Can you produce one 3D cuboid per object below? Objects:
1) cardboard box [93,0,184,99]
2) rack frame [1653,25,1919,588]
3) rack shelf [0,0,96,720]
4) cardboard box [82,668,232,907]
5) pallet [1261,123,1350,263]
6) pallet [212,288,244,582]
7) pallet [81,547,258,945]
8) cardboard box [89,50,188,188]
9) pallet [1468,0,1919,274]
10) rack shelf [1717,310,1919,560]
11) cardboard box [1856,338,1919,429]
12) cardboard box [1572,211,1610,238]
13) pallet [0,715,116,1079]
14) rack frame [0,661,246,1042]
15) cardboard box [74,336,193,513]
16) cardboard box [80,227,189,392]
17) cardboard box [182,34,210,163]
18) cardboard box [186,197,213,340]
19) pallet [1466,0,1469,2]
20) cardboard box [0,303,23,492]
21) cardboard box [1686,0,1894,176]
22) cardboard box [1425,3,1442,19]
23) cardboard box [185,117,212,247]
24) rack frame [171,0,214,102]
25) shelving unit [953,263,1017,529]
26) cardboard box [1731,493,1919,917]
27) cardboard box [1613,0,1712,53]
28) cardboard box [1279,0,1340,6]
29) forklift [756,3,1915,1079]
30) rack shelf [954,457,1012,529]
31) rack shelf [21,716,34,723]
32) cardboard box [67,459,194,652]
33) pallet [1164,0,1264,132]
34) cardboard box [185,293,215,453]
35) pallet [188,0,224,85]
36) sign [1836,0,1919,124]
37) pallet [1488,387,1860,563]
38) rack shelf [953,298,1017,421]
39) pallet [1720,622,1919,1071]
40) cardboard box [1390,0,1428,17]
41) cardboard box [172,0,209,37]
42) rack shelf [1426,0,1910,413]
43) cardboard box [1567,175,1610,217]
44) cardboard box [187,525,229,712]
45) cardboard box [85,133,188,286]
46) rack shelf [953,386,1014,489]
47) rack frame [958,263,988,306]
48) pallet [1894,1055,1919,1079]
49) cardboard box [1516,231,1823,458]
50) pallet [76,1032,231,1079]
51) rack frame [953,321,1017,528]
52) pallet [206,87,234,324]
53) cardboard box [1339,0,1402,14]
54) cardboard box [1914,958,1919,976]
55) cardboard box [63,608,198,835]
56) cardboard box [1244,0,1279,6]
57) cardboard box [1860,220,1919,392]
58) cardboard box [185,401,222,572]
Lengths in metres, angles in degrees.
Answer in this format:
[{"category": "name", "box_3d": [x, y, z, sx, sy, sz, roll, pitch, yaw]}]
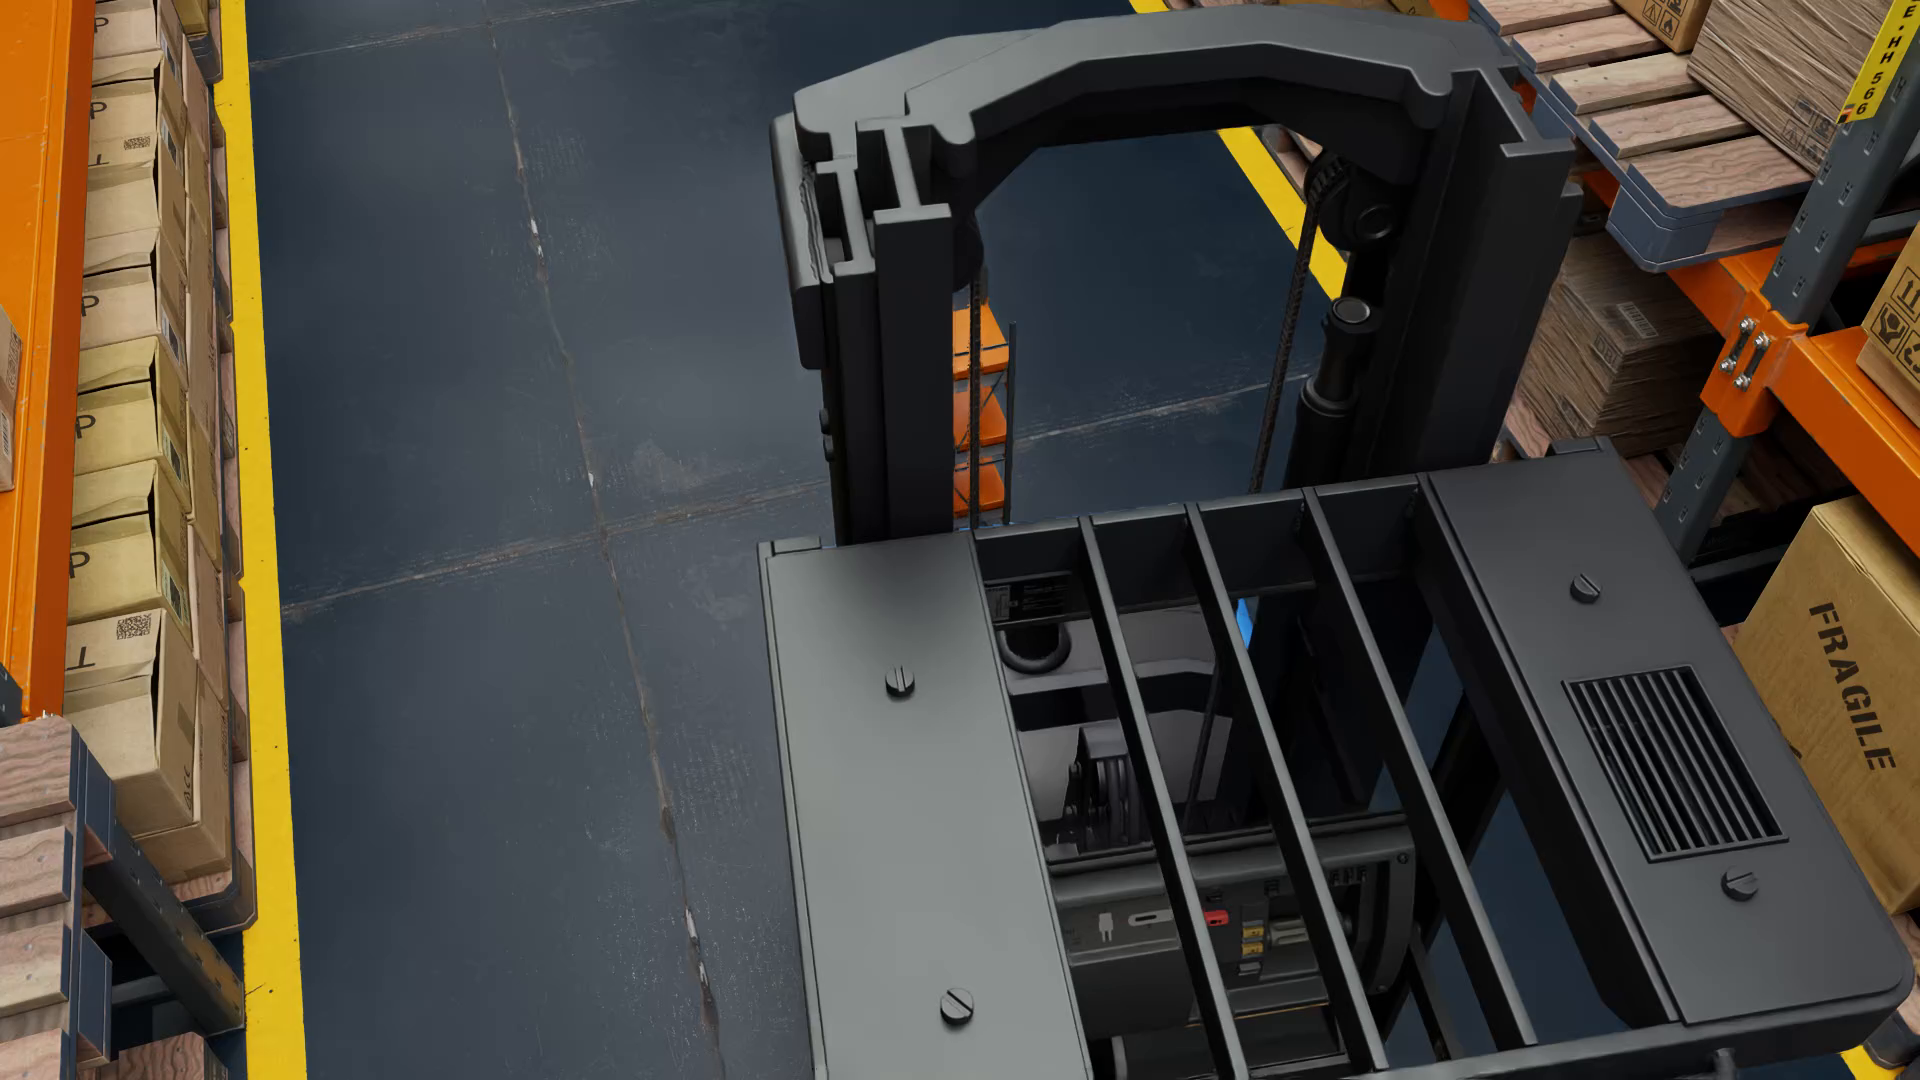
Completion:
[{"category": "cardboard box", "box_3d": [-3.091, -1.782, 5.947, 0.500, 0.311, 0.500, -13, 51, -11]}, {"category": "rack frame", "box_3d": [2.429, -0.784, 3.949, 1.000, 3.000, 0.127, -13, 51, -11]}, {"category": "rack shelf", "box_3d": [-2.894, -0.890, 4.509, 1.077, 0.370, 4.000, -13, 51, -11]}, {"category": "cardboard box", "box_3d": [-2.176, 0.641, 4.272, 0.500, 0.250, 0.500, -13, 51, -11]}, {"category": "pallet", "box_3d": [1.842, -1.346, 6.247, 1.003, 0.211, 1.213, -13, 51, -11]}, {"category": "pallet", "box_3d": [-2.865, -0.262, 5.333, 1.003, 0.211, 1.213, -13, 51, -11]}, {"category": "pallet", "box_3d": [-2.508, 0.627, 4.583, 1.003, 0.211, 1.213, -13, 51, -11]}, {"category": "cardboard box", "box_3d": [-2.932, -1.403, 5.628, 0.500, 0.311, 0.500, -12, 51, -10]}, {"category": "pallet", "box_3d": [2.116, -1.219, 4.441, 1.213, 0.211, 1.003, -13, 51, -11]}, {"category": "rack shelf", "box_3d": [3.020, 0.908, 2.993, 1.077, 0.370, 4.000, -13, 51, -11]}, {"category": "cardboard box", "box_3d": [2.305, -0.417, 3.791, 0.380, 0.149, 0.250, -14, 51, -12]}, {"category": "cardboard box", "box_3d": [2.125, -1.037, 5.509, 0.700, 0.500, 0.500, -13, 51, -11]}, {"category": "pallet", "box_3d": [-2.035, 0.880, 2.672, 1.213, 0.211, 1.003, -13, 51, -11]}, {"category": "rack frame", "box_3d": [-2.302, 0.339, 3.003, 1.000, 3.000, 0.127, -13, 51, -11]}, {"category": "cardboard box", "box_3d": [-2.488, -0.295, 4.694, 0.500, 0.311, 0.500, -15, 51, -12]}, {"category": "cardboard box", "box_3d": [-2.641, -0.670, 5.010, 0.500, 0.311, 0.500, -14, 51, -11]}, {"category": "cardboard box", "box_3d": [-3.085, -1.595, 6.156, 0.500, 0.250, 0.500, -14, 51, -11]}, {"category": "cardboard box", "box_3d": [-2.786, -0.851, 5.529, 0.500, 0.250, 0.500, -12, 51, -10]}, {"category": "pallet", "box_3d": [1.804, -2.159, 5.234, 1.003, 0.211, 1.213, -13, 51, -11]}, {"category": "cardboard box", "box_3d": [-2.382, -0.330, 3.624, 0.500, 0.311, 0.500, -14, 51, -11]}, {"category": "cardboard box", "box_3d": [2.280, -1.299, 4.030, 0.700, 0.500, 0.500, -19, 52, -15]}, {"category": "cardboard box", "box_3d": [1.901, -1.681, 5.562, 0.500, 0.250, 0.500, -14, 51, -11]}, {"category": "cardboard box", "box_3d": [-2.938, -1.225, 5.844, 0.500, 0.250, 0.500, -14, 51, -12]}, {"category": "rack frame", "box_3d": [-3.485, -2.583, 5.466, 1.000, 3.000, 0.127, -13, 51, -11]}, {"category": "shelving unit", "box_3d": [0.016, -0.299, 4.816, 0.215, 1.050, 0.252, -13, 51, -11]}, {"category": "cardboard box", "box_3d": [2.521, 0.340, 4.133, 0.750, 0.750, 0.750, -14, 51, -11]}, {"category": "cardboard box", "box_3d": [2.089, -1.701, 4.369, 0.700, 0.500, 0.500, -18, 52, -14]}, {"category": "cardboard box", "box_3d": [1.680, -2.142, 6.441, 0.700, 0.500, 0.500, -14, 51, -12]}, {"category": "forklift", "box_3d": [0.339, 0.827, 2.635, 1.130, 2.935, 3.031, -7, 50, -6]}, {"category": "rack shelf", "box_3d": [0.016, -0.113, 5.036, 0.215, 0.259, 0.240, -13, 51, -11]}, {"category": "rack shelf", "box_3d": [-1.711, 2.031, 2.046, 1.077, 0.370, 4.000, -13, 51, -11]}, {"category": "cardboard box", "box_3d": [-2.340, 0.078, 4.379, 0.500, 0.311, 0.500, -14, 51, -12]}, {"category": "pallet", "box_3d": [1.478, -2.239, 6.999, 1.003, 0.211, 1.213, -13, 51, -11]}, {"category": "cardboard box", "box_3d": [-2.637, -0.479, 5.216, 0.500, 0.250, 0.500, -12, 51, -10]}, {"category": "pallet", "box_3d": [-3.680, -2.274, 7.029, 1.003, 0.211, 1.213, -13, 51, -11]}, {"category": "sign", "box_3d": [1.913, -1.002, 3.428, 0.100, 0.325, 0.005, -13, 51, -11]}, {"category": "pallet", "box_3d": [2.199, -0.456, 5.497, 1.003, 0.211, 1.213, -13, 51, -11]}, {"category": "rack shelf", "box_3d": [0.016, -0.475, 4.607, 0.215, 0.259, 0.240, -13, 51, -11]}, {"category": "pallet", "box_3d": [2.590, 0.707, 4.516, 1.003, 0.211, 1.213, -13, 51, -11]}, {"category": "cardboard box", "box_3d": [1.771, -2.050, 5.873, 0.500, 0.250, 0.500, -15, 51, -12]}, {"category": "cardboard box", "box_3d": [-3.333, -2.239, 6.700, 0.500, 0.250, 0.500, -13, 51, -11]}, {"category": "rack shelf", "box_3d": [1.837, -2.013, 5.456, 1.077, 0.370, 4.000, -13, 51, -11]}, {"category": "cardboard box", "box_3d": [2.058, -1.307, 5.246, 0.500, 0.250, 0.500, -12, 51, -10]}, {"category": "cardboard box", "box_3d": [-2.326, 0.274, 4.581, 0.500, 0.250, 0.500, -15, 51, -12]}, {"category": "cardboard box", "box_3d": [-2.786, -1.038, 5.320, 0.500, 0.311, 0.500, -13, 51, -11]}, {"category": "rack shelf", "box_3d": [0.016, -0.292, 4.824, 0.215, 0.259, 0.240, -13, 51, -11]}, {"category": "rack frame", "box_3d": [-0.020, -0.388, 4.891, 0.200, 1.050, 0.008, -13, 51, -11]}, {"category": "pallet", "box_3d": [2.947, 1.597, 3.766, 1.003, 0.211, 1.213, -13, 51, -11]}, {"category": "cardboard box", "box_3d": [2.166, -0.634, 5.170, 0.700, 0.500, 0.500, -13, 51, -10]}, {"category": "pallet", "box_3d": [-2.117, 1.791, 3.602, 1.003, 0.211, 1.213, -13, 51, -11]}, {"category": "rack frame", "box_3d": [0.052, -0.210, 4.741, 0.200, 1.050, 0.008, -13, 51, -11]}, {"category": "pallet", "box_3d": [-3.230, -1.155, 6.085, 1.003, 0.211, 1.213, -13, 51, -11]}, {"category": "cardboard box", "box_3d": [1.793, -1.760, 6.119, 0.700, 0.500, 0.500, -13, 51, -11]}, {"category": "cardboard box", "box_3d": [2.774, 0.981, 3.592, 0.750, 0.750, 0.750, -14, 51, -11]}, {"category": "cardboard box", "box_3d": [-2.176, 0.460, 4.057, 0.500, 0.311, 0.500, -12, 51, -10]}, {"category": "cardboard box", "box_3d": [1.480, -2.508, 6.750, 0.700, 0.500, 0.500, -12, 51, -10]}, {"category": "cardboard box", "box_3d": [2.328, -0.506, 3.442, 0.500, 0.500, 0.500, -12, 51, -10]}, {"category": "cardboard box", "box_3d": [-2.485, -0.105, 4.900, 0.500, 0.250, 0.500, -15, 51, -12]}]
